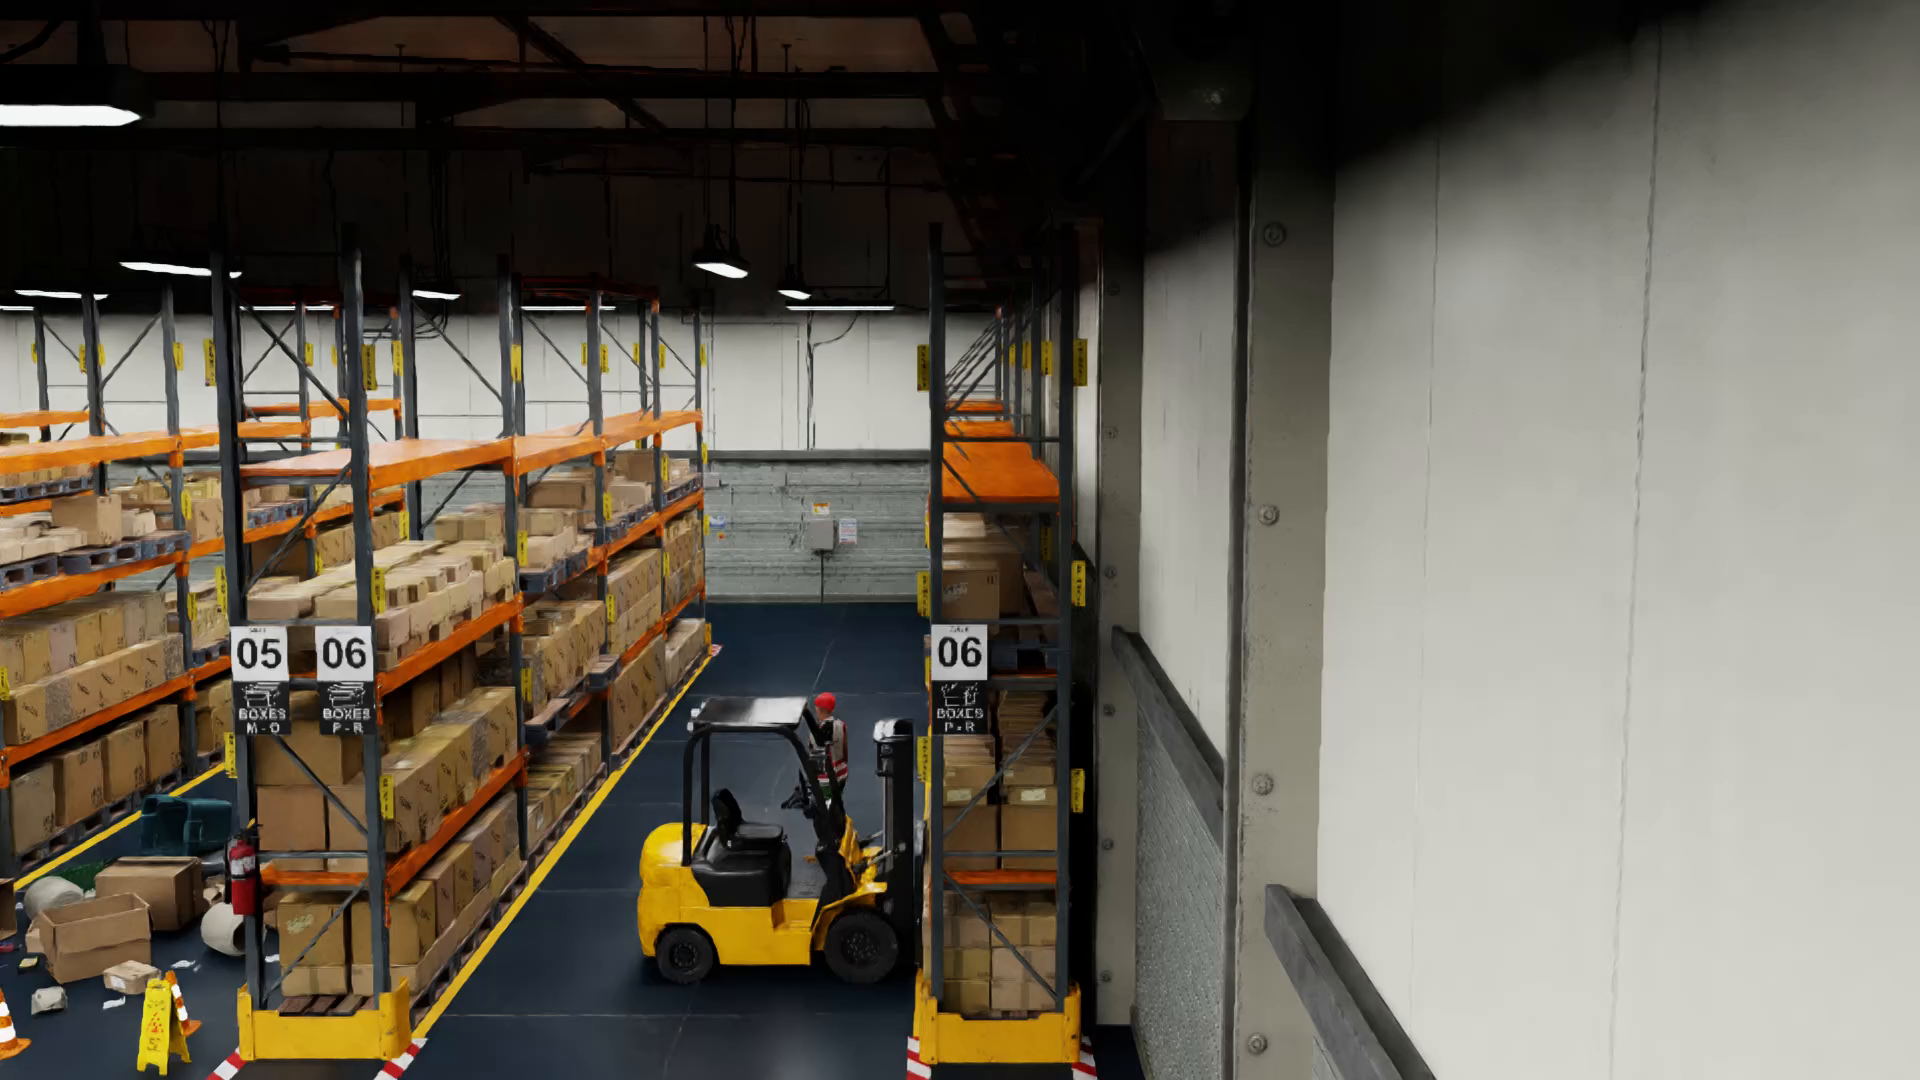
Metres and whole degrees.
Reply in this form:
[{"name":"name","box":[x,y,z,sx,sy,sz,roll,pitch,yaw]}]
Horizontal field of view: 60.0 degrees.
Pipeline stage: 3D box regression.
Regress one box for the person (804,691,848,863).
[{"name":"person","box":[-1.335,2.347,16.332,0.570,1.752,0.655,3,7,24]}]
